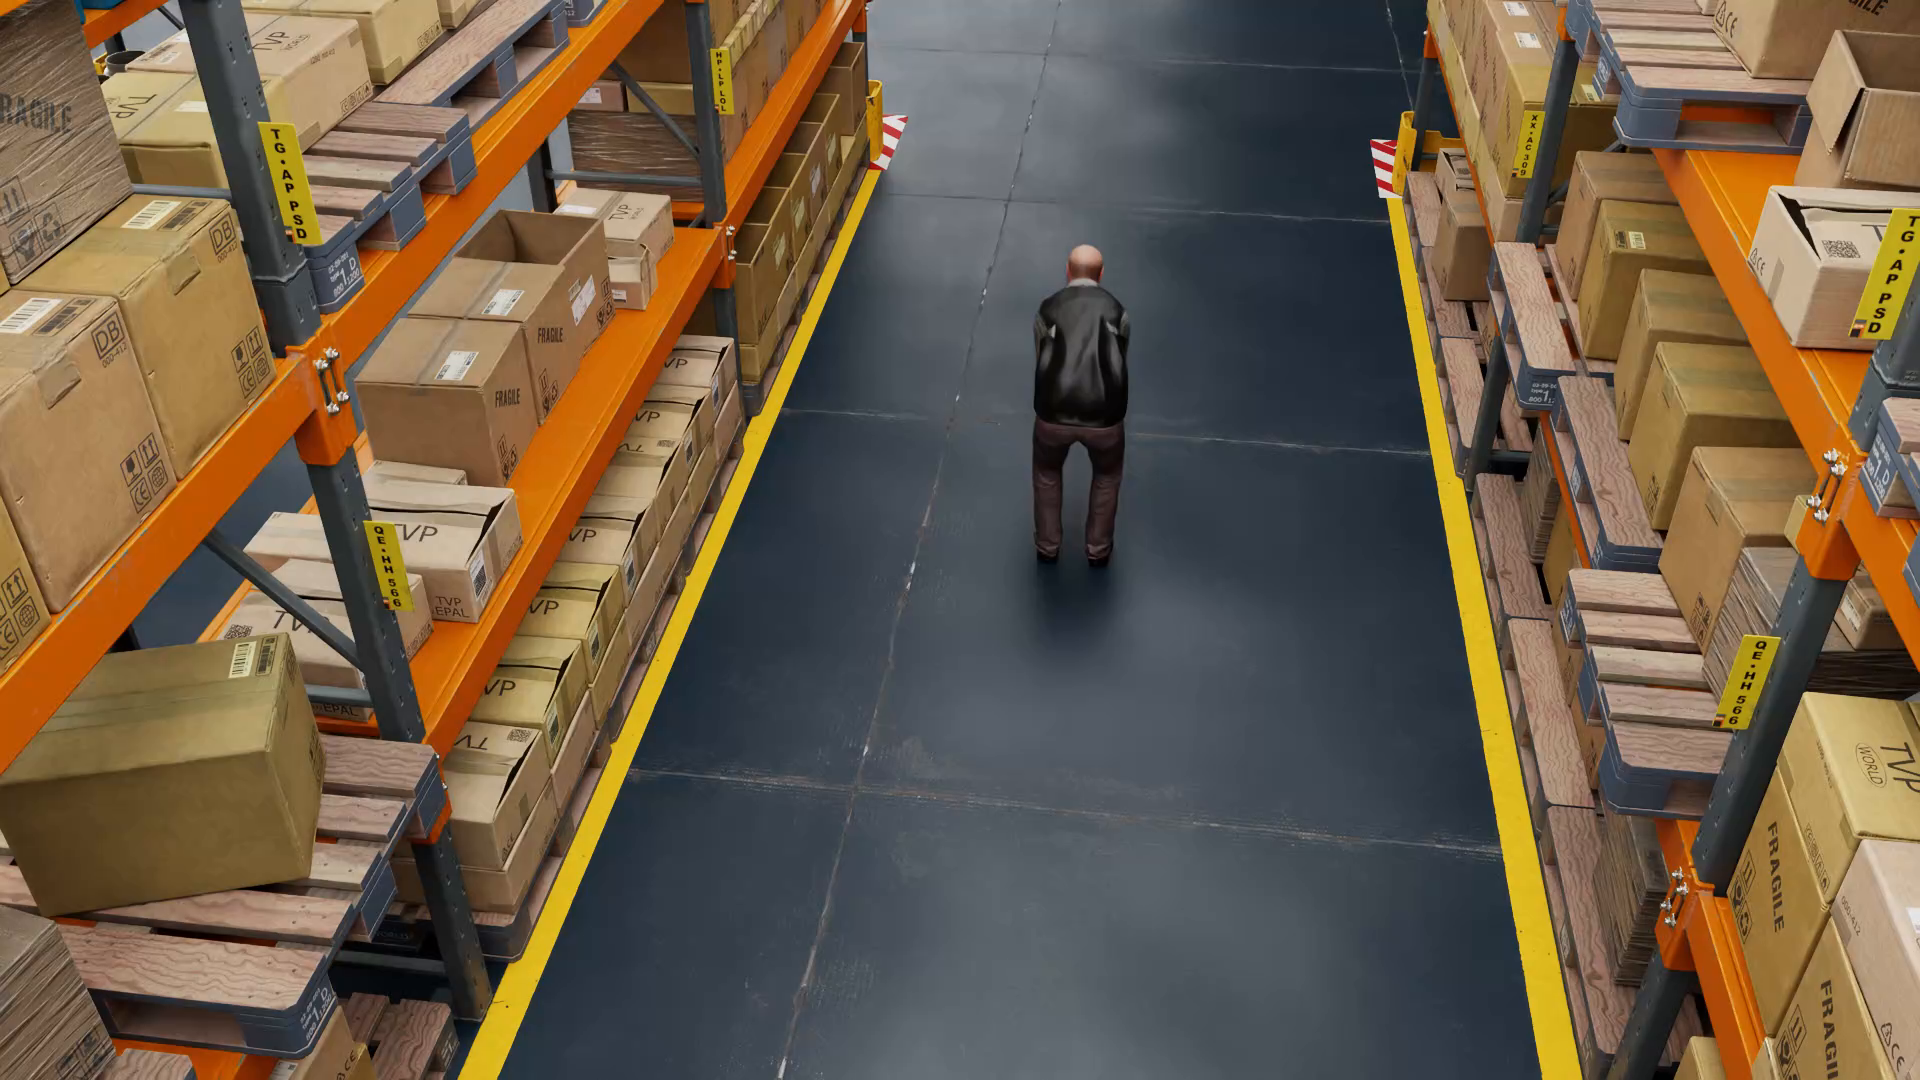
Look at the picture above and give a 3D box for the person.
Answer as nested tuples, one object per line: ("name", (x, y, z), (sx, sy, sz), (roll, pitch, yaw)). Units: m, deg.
("person", (0.579, -0.634, 8.146), (0.473, 1.482, 0.796), (4, 36, 5))
